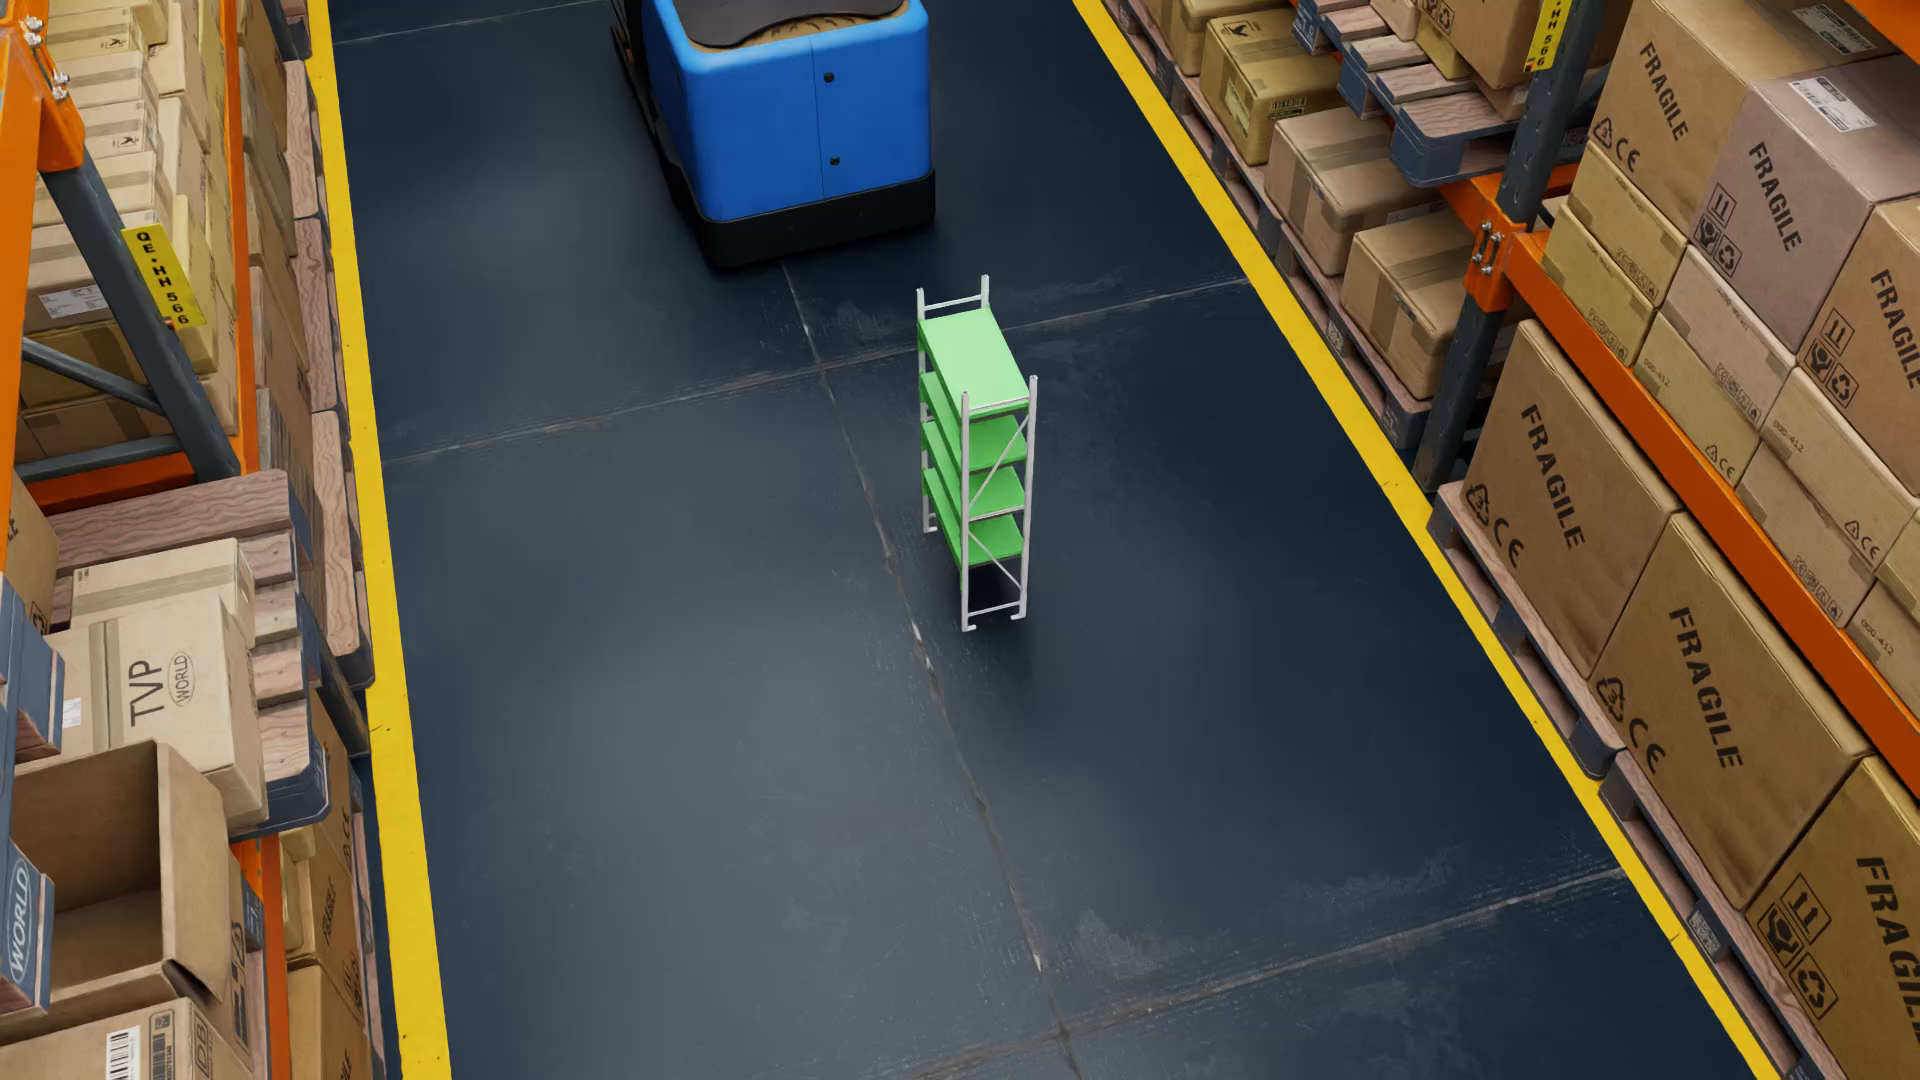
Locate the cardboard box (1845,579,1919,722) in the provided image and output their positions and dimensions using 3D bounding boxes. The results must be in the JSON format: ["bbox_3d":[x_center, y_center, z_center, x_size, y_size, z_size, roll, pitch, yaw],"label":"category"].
[{"bbox_3d":[2.621,0.282,4.149,0.500,0.250,0.500,-13,51,-11],"label":"cardboard box"}]

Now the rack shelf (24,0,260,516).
[{"bbox_3d":[-3.083,-1.400,5.939,1.077,0.370,4.000,-13,51,-11],"label":"rack shelf"}]

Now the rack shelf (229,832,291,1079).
[{"bbox_3d":[-1.901,1.521,3.476,1.077,0.370,4.000,-13,51,-11],"label":"rack shelf"}]

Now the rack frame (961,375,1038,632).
[{"bbox_3d":[0.121,-0.088,5.539,0.240,1.200,0.015,-13,51,-11],"label":"rack frame"}]

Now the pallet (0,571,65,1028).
[{"bbox_3d":[-1.745,0.595,1.947,1.213,0.211,1.003,-13,51,-11],"label":"pallet"}]

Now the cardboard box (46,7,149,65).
[{"bbox_3d":[-2.678,-1.453,5.024,0.380,0.149,0.250,-13,51,-11],"label":"cardboard box"}]

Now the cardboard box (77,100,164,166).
[{"bbox_3d":[-2.486,-1.088,4.716,0.380,0.149,0.250,-12,51,-10],"label":"cardboard box"}]

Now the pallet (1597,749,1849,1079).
[{"bbox_3d":[2.767,1.085,5.197,1.003,0.211,1.213,-13,51,-11],"label":"pallet"}]

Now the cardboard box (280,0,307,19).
[{"bbox_3d":[-3.502,-2.770,8.147,0.500,0.250,0.500,-13,51,-11],"label":"cardboard box"}]

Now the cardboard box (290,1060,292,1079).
[{"bbox_3d":[-1.849,1.373,4.066,0.380,0.149,0.250,-14,51,-12],"label":"cardboard box"}]

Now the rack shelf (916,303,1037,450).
[{"bbox_3d":[0.049,-0.534,5.371,0.258,0.148,0.480,-13,51,-11],"label":"rack shelf"}]

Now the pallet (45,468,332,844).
[{"bbox_3d":[-2.224,0.370,4.102,1.213,0.211,1.003,-13,51,-11],"label":"pallet"}]

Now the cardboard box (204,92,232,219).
[{"bbox_3d":[-2.693,-1.245,5.436,0.500,0.250,0.500,-15,51,-12],"label":"cardboard box"}]

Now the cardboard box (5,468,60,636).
[{"bbox_3d":[-2.489,0.072,3.887,0.500,0.500,0.500,-11,51,-9],"label":"cardboard box"}]

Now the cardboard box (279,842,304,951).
[{"bbox_3d":[-1.958,0.988,4.391,0.380,0.149,0.250,-15,51,-12],"label":"cardboard box"}]

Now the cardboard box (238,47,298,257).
[{"bbox_3d":[-3.288,-1.516,6.844,0.875,0.625,0.625,-14,51,-11],"label":"cardboard box"}]

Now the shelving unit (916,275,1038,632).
[{"bbox_3d":[0.049,-0.266,5.689,0.258,1.200,0.503,-13,51,-11],"label":"shelving unit"}]

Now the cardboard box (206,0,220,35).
[{"bbox_3d":[-3.004,-2.000,6.072,0.500,0.250,0.500,-13,51,-11],"label":"cardboard box"}]

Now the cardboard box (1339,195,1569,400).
[{"bbox_3d":[2.091,-1.000,6.575,0.950,0.372,0.625,-16,52,-13],"label":"cardboard box"}]

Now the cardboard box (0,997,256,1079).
[{"bbox_3d":[-1.624,1.227,2.913,0.700,0.500,0.500,-14,51,-11],"label":"cardboard box"}]

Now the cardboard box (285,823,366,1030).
[{"bbox_3d":[-2.024,1.127,4.698,0.500,0.500,0.500,-14,51,-12],"label":"cardboard box"}]

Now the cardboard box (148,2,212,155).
[{"bbox_3d":[-2.674,-1.416,5.253,0.500,0.250,0.500,-14,51,-12],"label":"cardboard box"}]

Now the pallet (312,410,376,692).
[{"bbox_3d":[-2.698,0.117,6.013,1.003,0.211,1.213,-13,51,-11],"label":"pallet"}]

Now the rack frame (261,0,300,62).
[{"bbox_3d":[-3.675,-3.093,6.895,1.000,3.000,0.127,-13,51,-11],"label":"rack frame"}]

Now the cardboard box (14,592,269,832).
[{"bbox_3d":[-1.871,0.439,3.741,0.500,0.250,0.500,-15,52,-13],"label":"cardboard box"}]

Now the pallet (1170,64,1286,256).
[{"bbox_3d":[1.662,-1.858,7.678,1.003,0.211,1.213,-13,51,-11],"label":"pallet"}]

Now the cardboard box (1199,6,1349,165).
[{"bbox_3d":[1.646,-2.092,7.496,0.950,0.372,0.625,-12,51,-10],"label":"cardboard box"}]

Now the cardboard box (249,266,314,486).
[{"bbox_3d":[-2.864,-0.475,5.967,0.875,0.625,0.625,-12,51,-10],"label":"cardboard box"}]

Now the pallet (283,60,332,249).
[{"bbox_3d":[-3.420,-1.665,7.515,1.003,0.211,1.213,-13,51,-11],"label":"pallet"}]

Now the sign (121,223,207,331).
[{"bbox_3d":[-1.976,-0.648,4.129,0.100,0.325,0.005,-13,51,-11],"label":"sign"}]

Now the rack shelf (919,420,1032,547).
[{"bbox_3d":[0.049,-0.225,5.738,0.258,0.148,0.480,-13,51,-11],"label":"rack shelf"}]

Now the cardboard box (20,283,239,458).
[{"bbox_3d":[-2.390,-0.502,4.810,0.500,0.250,0.500,-13,51,-11],"label":"cardboard box"}]

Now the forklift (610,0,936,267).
[{"bbox_3d":[-1.079,-3.273,7.092,1.130,2.935,3.031,-15,52,-12],"label":"forklift"}]

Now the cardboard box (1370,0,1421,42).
[{"bbox_3d":[1.661,-1.890,5.771,0.380,0.149,0.250,-14,51,-11],"label":"cardboard box"}]

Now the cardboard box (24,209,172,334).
[{"bbox_3d":[-2.305,-0.712,4.399,0.380,0.149,0.250,-12,51,-10],"label":"cardboard box"}]

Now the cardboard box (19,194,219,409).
[{"bbox_3d":[-2.366,-0.669,4.623,0.500,0.250,0.500,-13,51,-11],"label":"cardboard box"}]

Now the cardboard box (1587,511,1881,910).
[{"bbox_3d":[2.633,0.429,5.042,0.875,0.875,0.875,-13,51,-11],"label":"cardboard box"}]

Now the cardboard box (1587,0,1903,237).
[{"bbox_3d":[2.161,-1.235,4.610,0.500,0.500,0.500,-15,51,-12],"label":"cardboard box"}]

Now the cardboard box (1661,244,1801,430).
[{"bbox_3d":[2.314,-0.605,4.570,0.500,0.250,0.500,-12,51,-10],"label":"cardboard box"}]

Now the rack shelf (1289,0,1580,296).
[{"bbox_3d":[1.657,-2.525,6.887,1.077,0.370,4.000,-13,51,-11],"label":"rack shelf"}]

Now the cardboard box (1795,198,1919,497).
[{"bbox_3d":[2.455,-0.494,3.985,0.500,0.500,0.500,-12,51,-10],"label":"cardboard box"}]

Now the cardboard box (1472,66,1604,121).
[{"bbox_3d":[1.927,-1.537,5.473,0.380,0.149,0.250,-12,51,-10],"label":"cardboard box"}]

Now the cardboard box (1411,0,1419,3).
[{"bbox_3d":[1.685,-2.204,5.611,0.500,0.500,0.500,-14,51,-12],"label":"cardboard box"}]

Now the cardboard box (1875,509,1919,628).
[{"bbox_3d":[2.587,0.135,3.946,0.500,0.250,0.500,-13,51,-10],"label":"cardboard box"}]

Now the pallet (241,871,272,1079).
[{"bbox_3d":[-1.912,1.310,3.309,1.003,0.211,1.213,-13,51,-11],"label":"pallet"}]

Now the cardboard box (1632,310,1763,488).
[{"bbox_3d":[2.322,-0.463,4.776,0.500,0.250,0.500,-15,51,-12],"label":"cardboard box"}]
